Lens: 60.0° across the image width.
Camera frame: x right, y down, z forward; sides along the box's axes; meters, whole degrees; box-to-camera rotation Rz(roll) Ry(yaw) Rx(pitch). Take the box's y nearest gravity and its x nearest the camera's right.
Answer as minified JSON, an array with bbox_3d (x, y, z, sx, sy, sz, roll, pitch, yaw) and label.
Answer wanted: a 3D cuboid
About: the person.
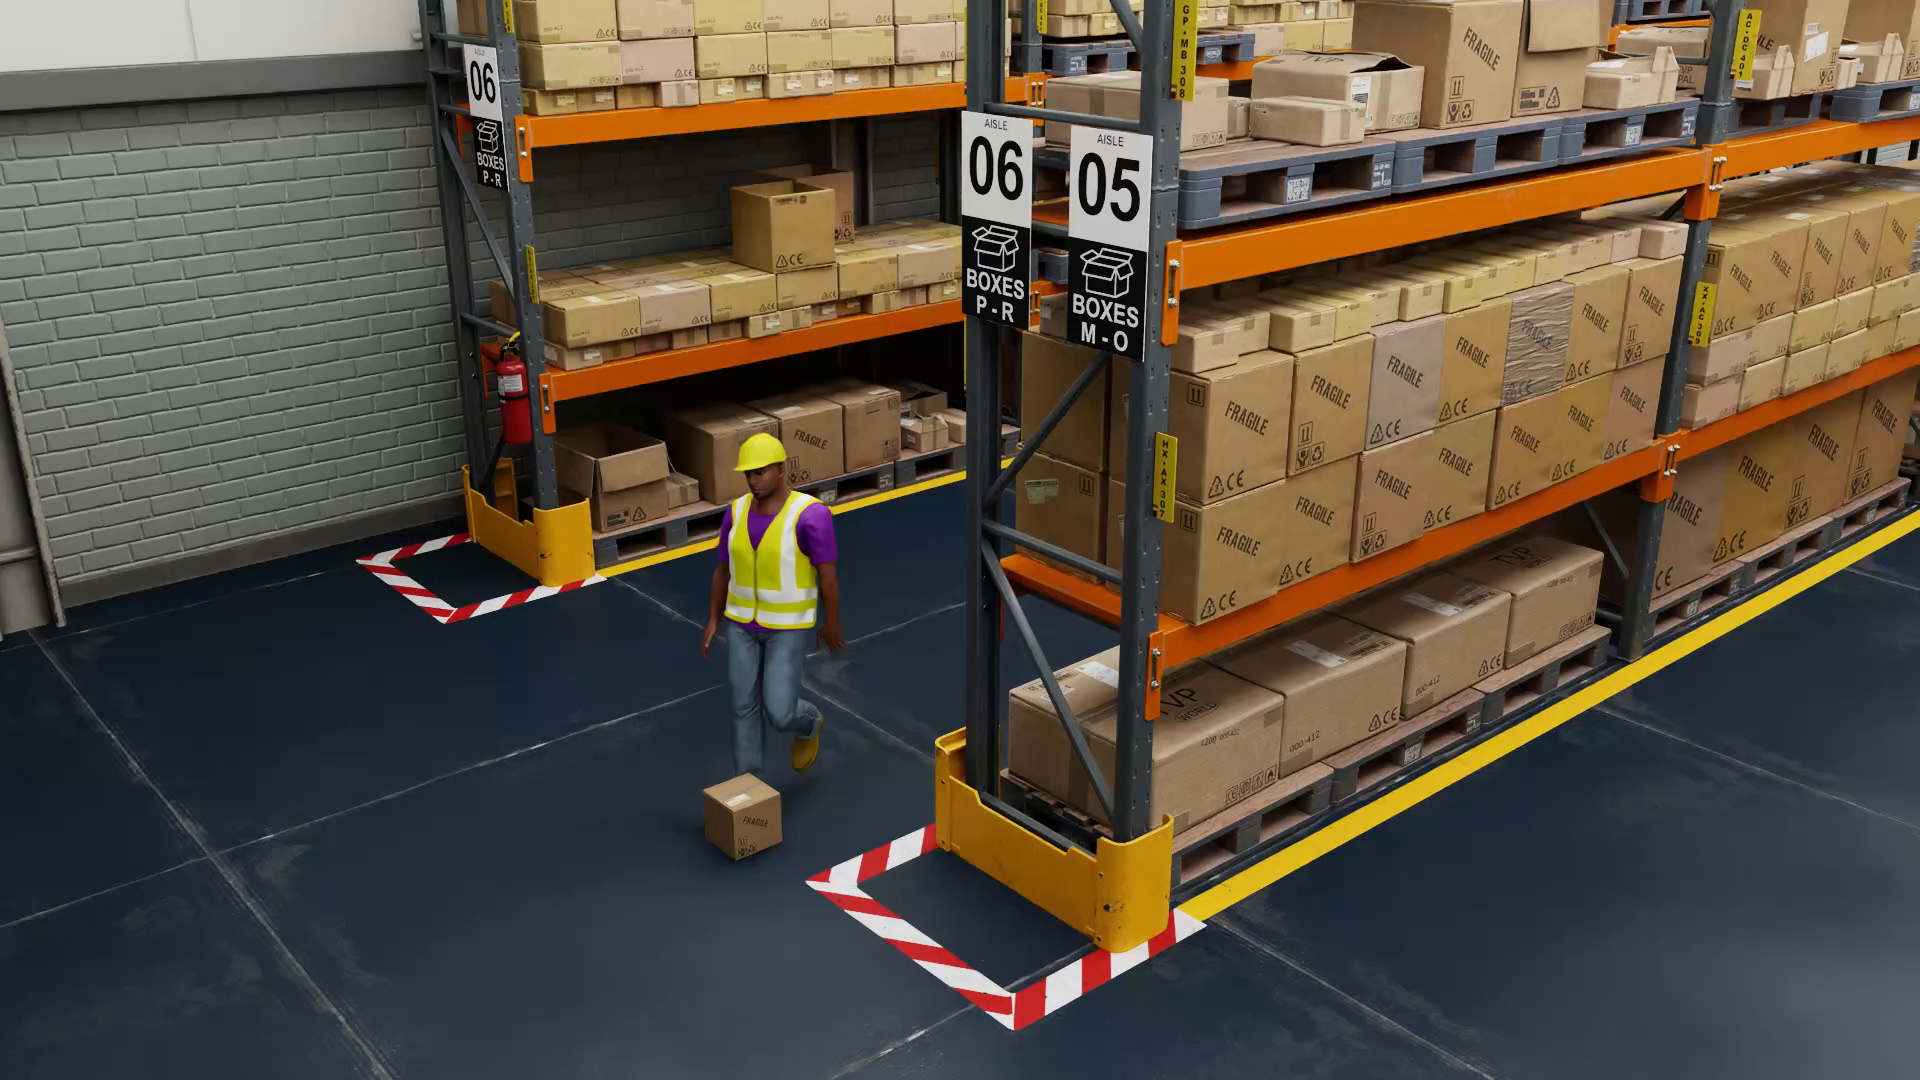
[{"bbox_3d":[-0.897,0.414,7.519,0.609,1.720,0.778,8,22,20],"label":"person"}]
